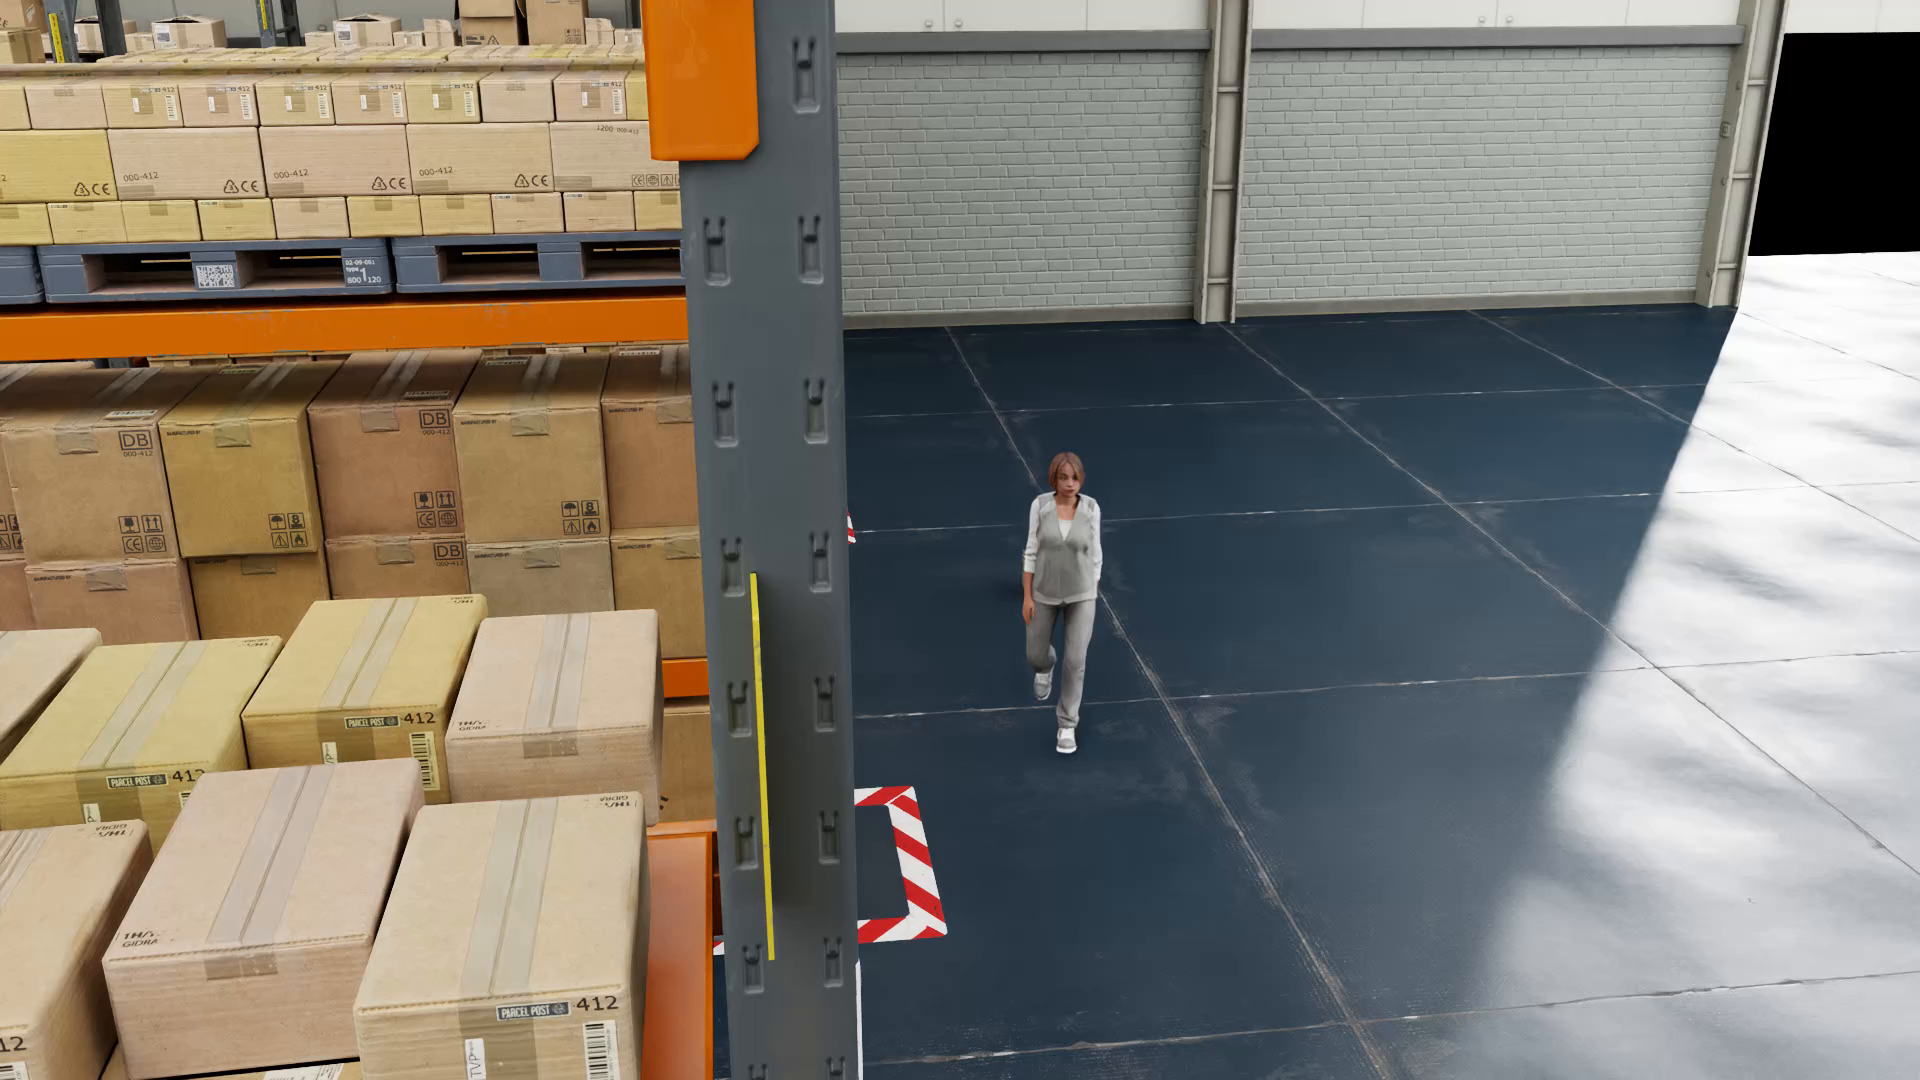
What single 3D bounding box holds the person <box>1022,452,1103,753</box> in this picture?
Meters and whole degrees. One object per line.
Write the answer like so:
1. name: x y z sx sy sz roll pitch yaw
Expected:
1. person: 0.539 0.285 8.769 0.415 1.572 0.683 2 20 4
